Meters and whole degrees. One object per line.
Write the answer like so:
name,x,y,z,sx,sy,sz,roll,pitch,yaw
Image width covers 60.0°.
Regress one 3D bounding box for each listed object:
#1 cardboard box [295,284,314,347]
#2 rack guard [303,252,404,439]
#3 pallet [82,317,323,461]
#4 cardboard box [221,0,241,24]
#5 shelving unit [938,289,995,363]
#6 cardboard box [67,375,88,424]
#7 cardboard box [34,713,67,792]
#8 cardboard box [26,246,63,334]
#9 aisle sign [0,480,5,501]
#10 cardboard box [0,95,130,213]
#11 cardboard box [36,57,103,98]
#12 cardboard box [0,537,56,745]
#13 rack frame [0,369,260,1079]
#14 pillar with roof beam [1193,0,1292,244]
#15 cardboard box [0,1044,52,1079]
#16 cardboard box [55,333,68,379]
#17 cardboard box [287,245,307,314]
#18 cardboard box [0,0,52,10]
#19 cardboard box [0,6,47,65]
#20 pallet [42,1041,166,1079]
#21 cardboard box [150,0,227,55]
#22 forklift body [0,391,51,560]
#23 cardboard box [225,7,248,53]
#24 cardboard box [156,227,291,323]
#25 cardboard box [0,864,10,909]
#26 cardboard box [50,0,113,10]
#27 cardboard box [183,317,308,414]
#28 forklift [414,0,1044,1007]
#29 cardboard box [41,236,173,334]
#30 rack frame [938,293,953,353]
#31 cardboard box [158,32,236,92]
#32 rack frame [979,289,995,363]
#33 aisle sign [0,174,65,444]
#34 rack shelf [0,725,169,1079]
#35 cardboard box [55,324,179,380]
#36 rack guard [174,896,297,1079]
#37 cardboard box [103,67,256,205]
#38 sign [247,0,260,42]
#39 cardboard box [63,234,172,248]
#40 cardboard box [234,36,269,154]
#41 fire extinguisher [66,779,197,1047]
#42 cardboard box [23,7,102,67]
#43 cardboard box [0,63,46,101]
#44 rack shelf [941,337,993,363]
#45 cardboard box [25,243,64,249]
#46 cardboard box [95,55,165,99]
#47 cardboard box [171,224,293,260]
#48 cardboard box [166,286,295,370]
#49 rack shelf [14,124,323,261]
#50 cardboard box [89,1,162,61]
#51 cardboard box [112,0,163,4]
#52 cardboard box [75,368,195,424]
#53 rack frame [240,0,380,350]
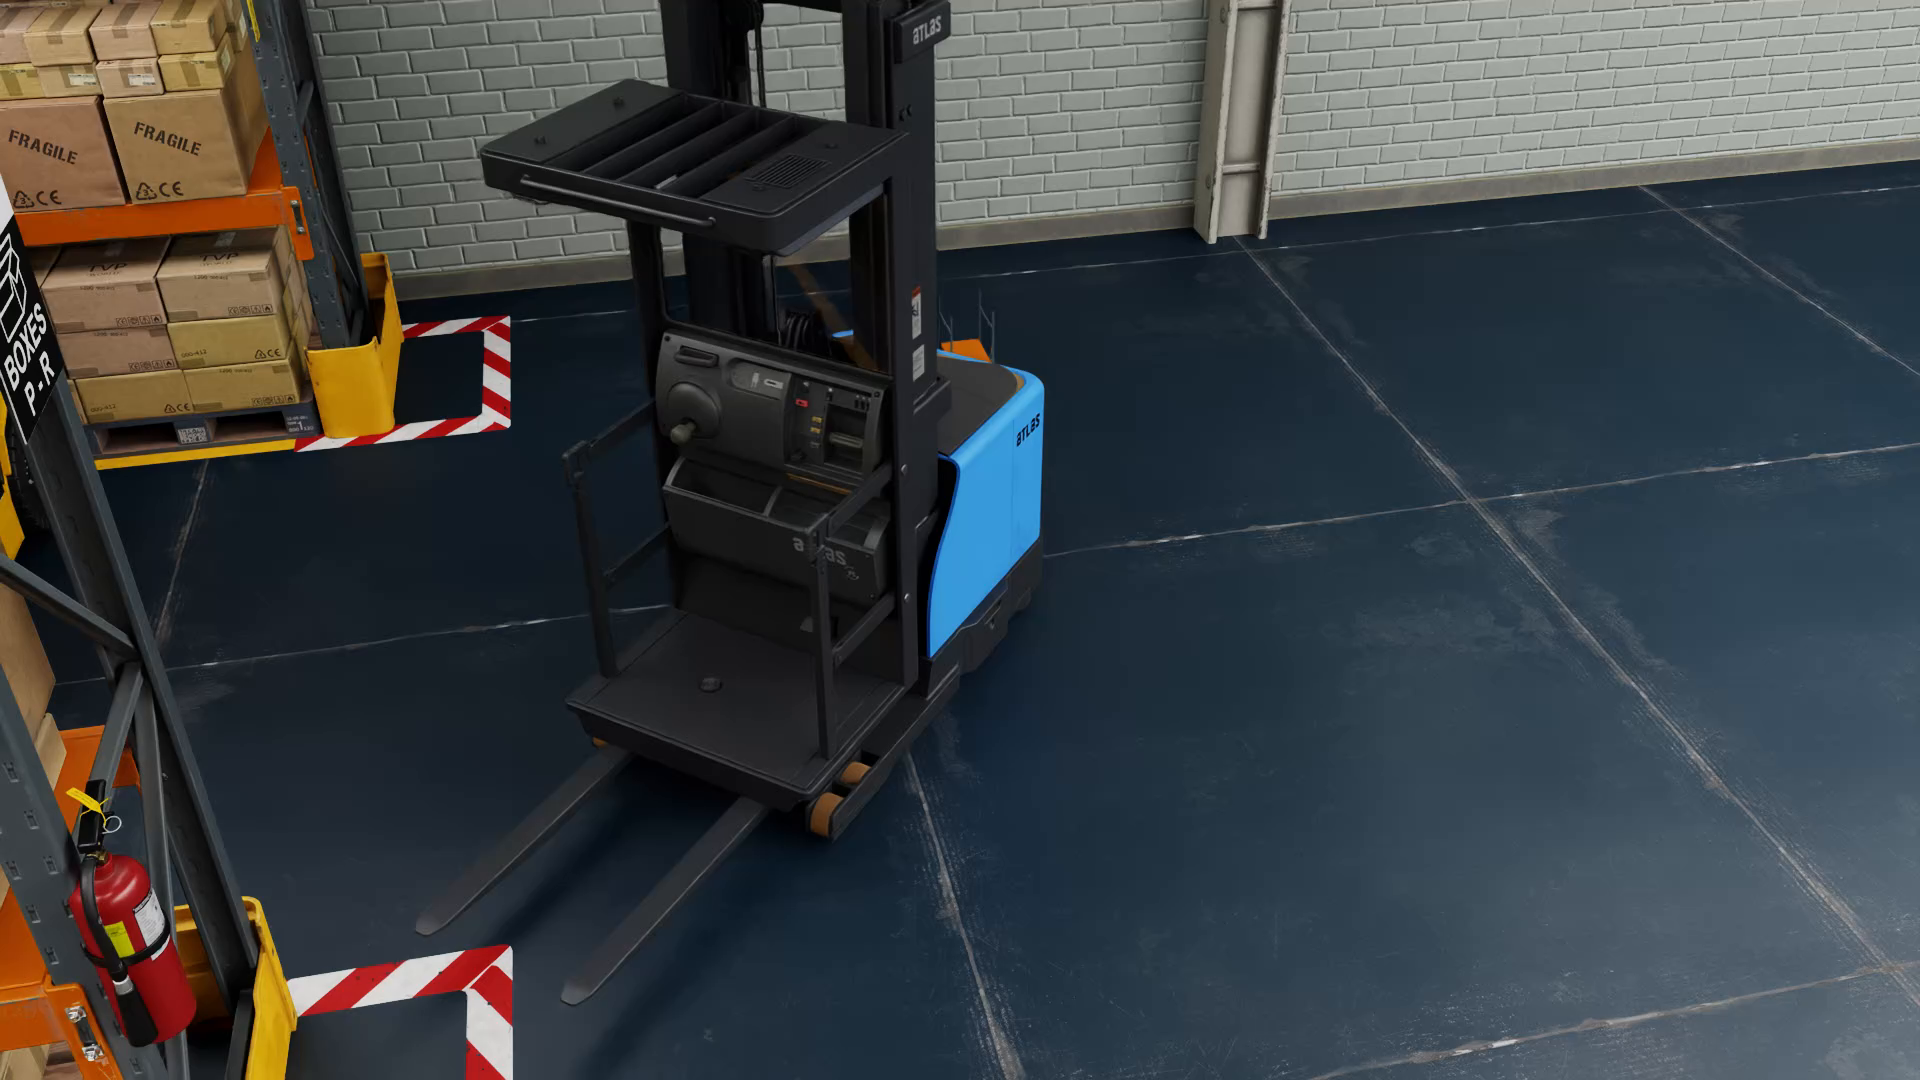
cardboard box,-3.765,-1.170,8.893,0.500,0.250,0.500,-7,35,-10
rack guard,-3.219,-1.057,8.876,0.348,0.500,1.175,-7,35,-11
pallet,-3.979,-0.817,8.778,1.213,0.211,1.003,-7,35,-11
cardboard box,-3.617,-2.601,7.995,0.250,0.149,0.380,-8,35,-11
shelving unit,0.026,-0.515,7.441,0.189,1.200,0.258,-8,35,-12
cardboard box,-4.608,-0.782,8.315,0.500,0.250,0.500,-7,34,-10
cardboard box,-2.521,0.639,4.331,0.250,0.149,0.380,-7,35,-10
cardboard box,-4.609,-1.180,8.010,0.500,0.250,0.500,-7,34,-10
aisle sign,-2.019,-0.324,3.208,0.004,0.787,0.394,-7,35,-11
cardboard box,-4.173,-1.871,7.757,0.500,0.500,0.500,-6,34,-9
cardboard box,-4.028,-2.162,7.607,0.250,0.149,0.380,-7,34,-10
cardboard box,-2.667,0.348,4.183,0.500,0.500,0.500,-8,35,-11
rack frame,-2.144,0.605,4.156,0.127,3.000,1.000,-7,35,-11
pillar with roof beam,2.682,-3.385,4.718,0.400,9.000,9.100,-7,35,-11
cardboard box,-2.992,1.522,4.881,0.500,0.250,0.500,-7,35,-11
cardboard box,-4.639,-0.972,8.148,0.500,0.250,0.500,-8,35,-12
cardboard box,-3.747,-1.387,8.767,0.500,0.250,0.500,-7,34,-10
cardboard box,-4.379,-2.525,7.882,0.250,0.149,0.380,-7,34,-10
cardboard box,-4.287,-2.283,7.522,0.250,0.149,0.380,-7,34,-10
pallet,-3.018,1.853,4.799,1.213,0.211,1.003,-7,35,-11
cardboard box,-3.545,-2.368,7.647,0.250,0.149,0.380,-7,35,-10
forklift body,-4.689,-0.515,6.587,1.214,2.155,2.313,-7,35,-11
cardboard box,-3.630,-2.502,8.115,0.250,0.149,0.380,-8,35,-12
cardboard box,-3.623,-1.314,8.209,0.500,0.250,0.500,-6,34,-9
cardboard box,-2.461,0.872,3.984,0.250,0.149,0.380,-6,34,-9
cardboard box,-4.134,-2.547,7.915,0.250,0.149,0.380,-7,34,-10
cardboard box,-3.631,-0.895,8.483,0.500,0.250,0.500,-7,34,-10
forklift,-0.781,-0.409,5.729,1.130,2.935,3.031,17,37,23
cardboard box,-4.119,-1.248,8.111,0.500,0.250,0.500,-7,34,-10
rack frame,-0.063,-0.503,7.422,0.006,1.200,0.240,-8,35,-12
cardboard box,-3.519,-2.208,7.676,0.250,0.149,0.380,-7,34,-10
rack frame,0.115,-0.527,7.459,0.006,1.200,0.240,-8,35,-12
aisle sign,-2.152,-0.650,3.694,0.004,0.787,0.394,-7,35,-11
rack shelf,-4.094,1.150,3.990,4.000,0.370,1.077,-7,35,-11
cardboard box,-4.140,-1.047,8.260,0.500,0.250,0.500,-8,35,-11
rack guard,-2.218,1.653,4.838,0.348,0.500,1.175,-7,35,-11
cardboard box,-3.664,-1.930,7.845,0.500,0.500,0.500,-8,35,-12
sign,-3.136,-2.374,7.345,0.005,0.325,0.100,-7,35,-11
cardboard box,-4.239,-1.520,8.517,0.500,0.250,0.500,-7,35,-10
cardboard box,-3.787,-2.223,8.282,0.500,0.500,0.500,-6,34,-9
fire extinguisher,-1.930,0.874,3.825,0.183,0.674,0.296,-7,35,-11
cardboard box,-4.028,-2.274,7.507,0.250,0.149,0.380,-6,34,-9
cardboard box,-4.272,-2.137,7.571,0.250,0.149,0.380,-7,35,-11
rack shelf,0.026,-0.777,7.265,0.180,0.103,0.258,-8,35,-12
cardboard box,-4.730,-1.464,8.434,0.500,0.250,0.500,-7,35,-11
cardboard box,-3.761,-2.160,7.605,0.250,0.149,0.380,-7,34,-10
cardboard box,-3.753,-1.583,8.611,0.500,0.250,0.500,-8,35,-11
cardboard box,-3.648,-1.102,8.343,0.500,0.250,0.500,-8,35,-11
rack shelf,-5.193,-1.547,8.009,4.000,0.370,1.077,-7,35,-11
cardboard box,-3.779,-2.320,7.577,0.250,0.149,0.380,-7,35,-10
cardboard box,-3.890,-2.602,7.997,0.250,0.149,0.380,-6,34,-9
cardboard box,-4.118,-0.839,8.399,0.500,0.250,0.500,-7,35,-11
rack frame,-3.242,-2.092,8.175,0.127,3.000,1.000,-7,35,-11
